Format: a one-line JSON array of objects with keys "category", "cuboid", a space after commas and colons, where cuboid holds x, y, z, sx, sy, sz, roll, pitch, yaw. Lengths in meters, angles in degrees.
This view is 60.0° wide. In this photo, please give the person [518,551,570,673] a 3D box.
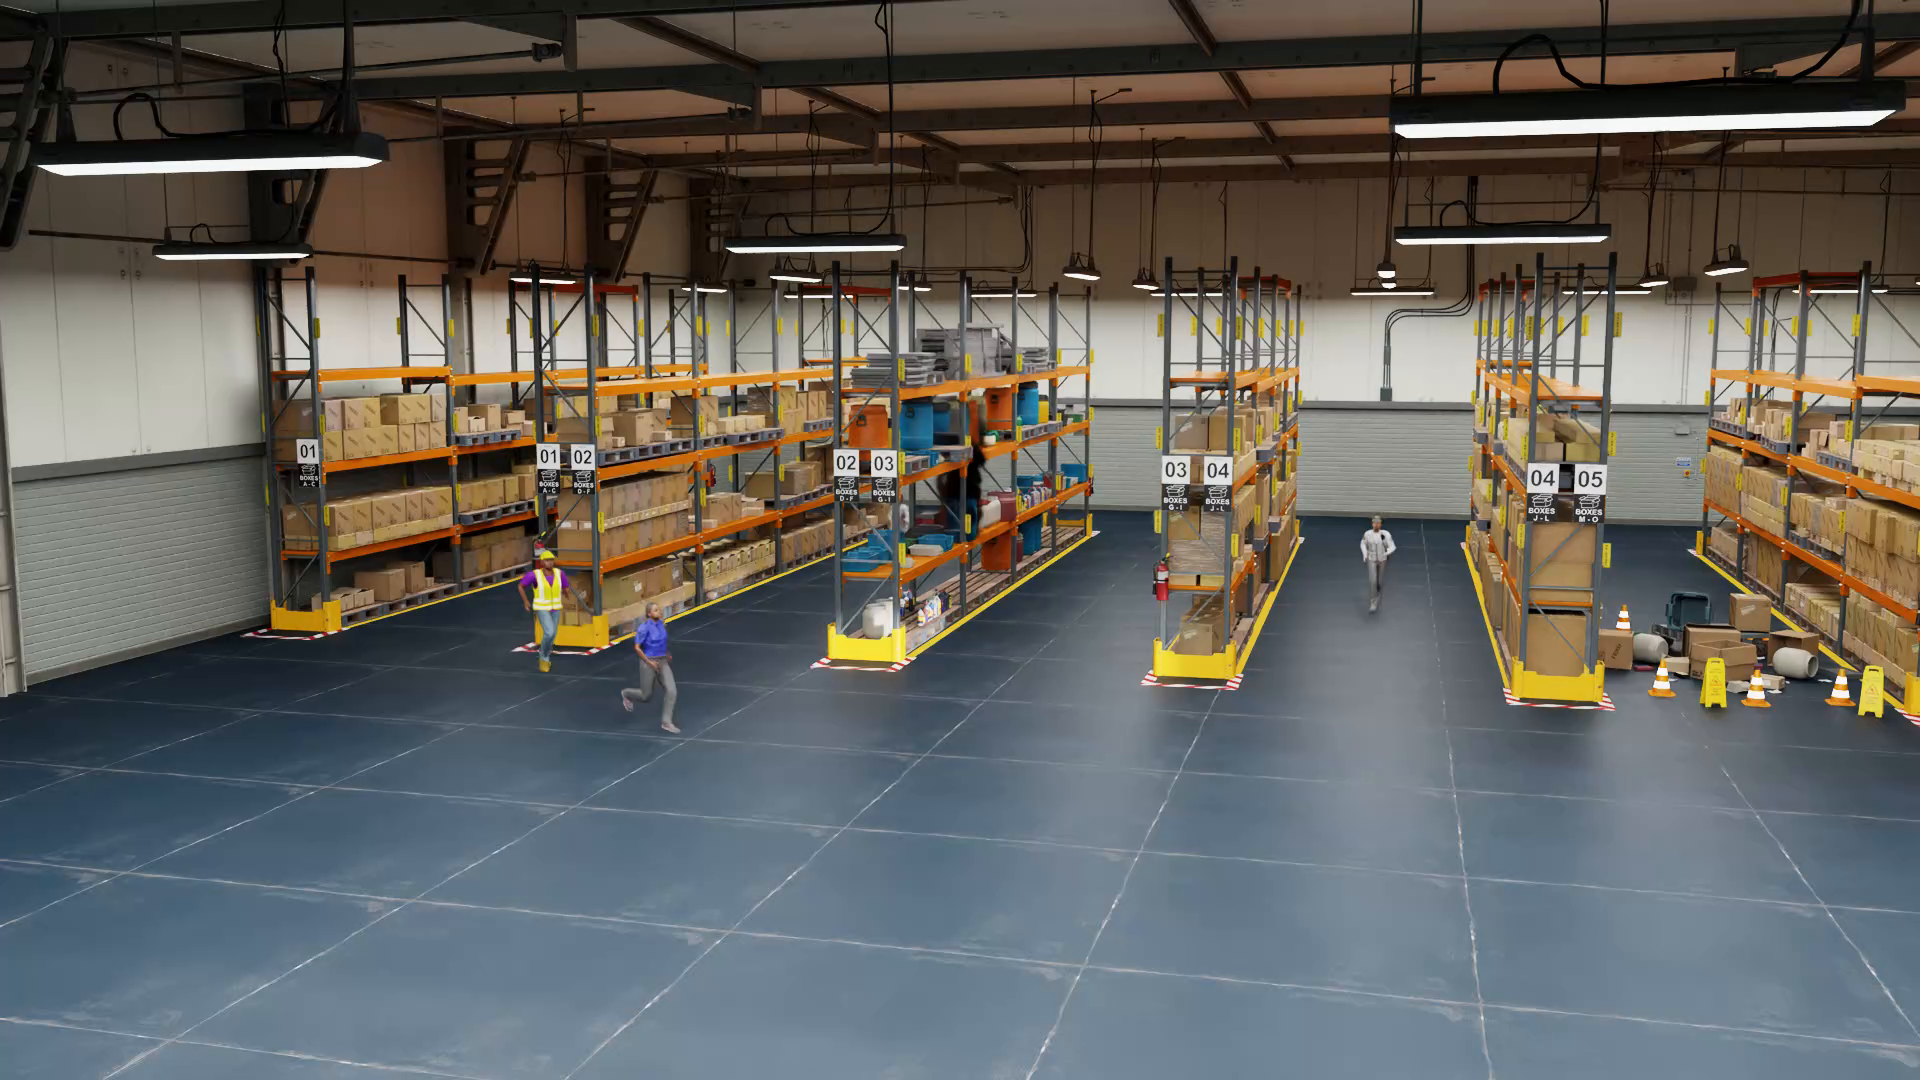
[{"category": "person", "cuboid": [-6.035, 1.050, 24.427, 0.684, 1.797, 0.739, -7, 10, -43]}]

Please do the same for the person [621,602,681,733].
[{"category": "person", "cuboid": [-3.866, 1.587, 20.885, 0.892, 1.632, 0.564, 6, 9, 37]}]

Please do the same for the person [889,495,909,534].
[{"category": "person", "cuboid": [-1.185, -0.093, 31.928, 0.507, 1.669, 0.672, 2, 7, 14]}]

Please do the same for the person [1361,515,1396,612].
[{"category": "person", "cuboid": [7.448, 0.382, 29.661, 0.610, 1.694, 0.860, 2, 7, 15]}]
